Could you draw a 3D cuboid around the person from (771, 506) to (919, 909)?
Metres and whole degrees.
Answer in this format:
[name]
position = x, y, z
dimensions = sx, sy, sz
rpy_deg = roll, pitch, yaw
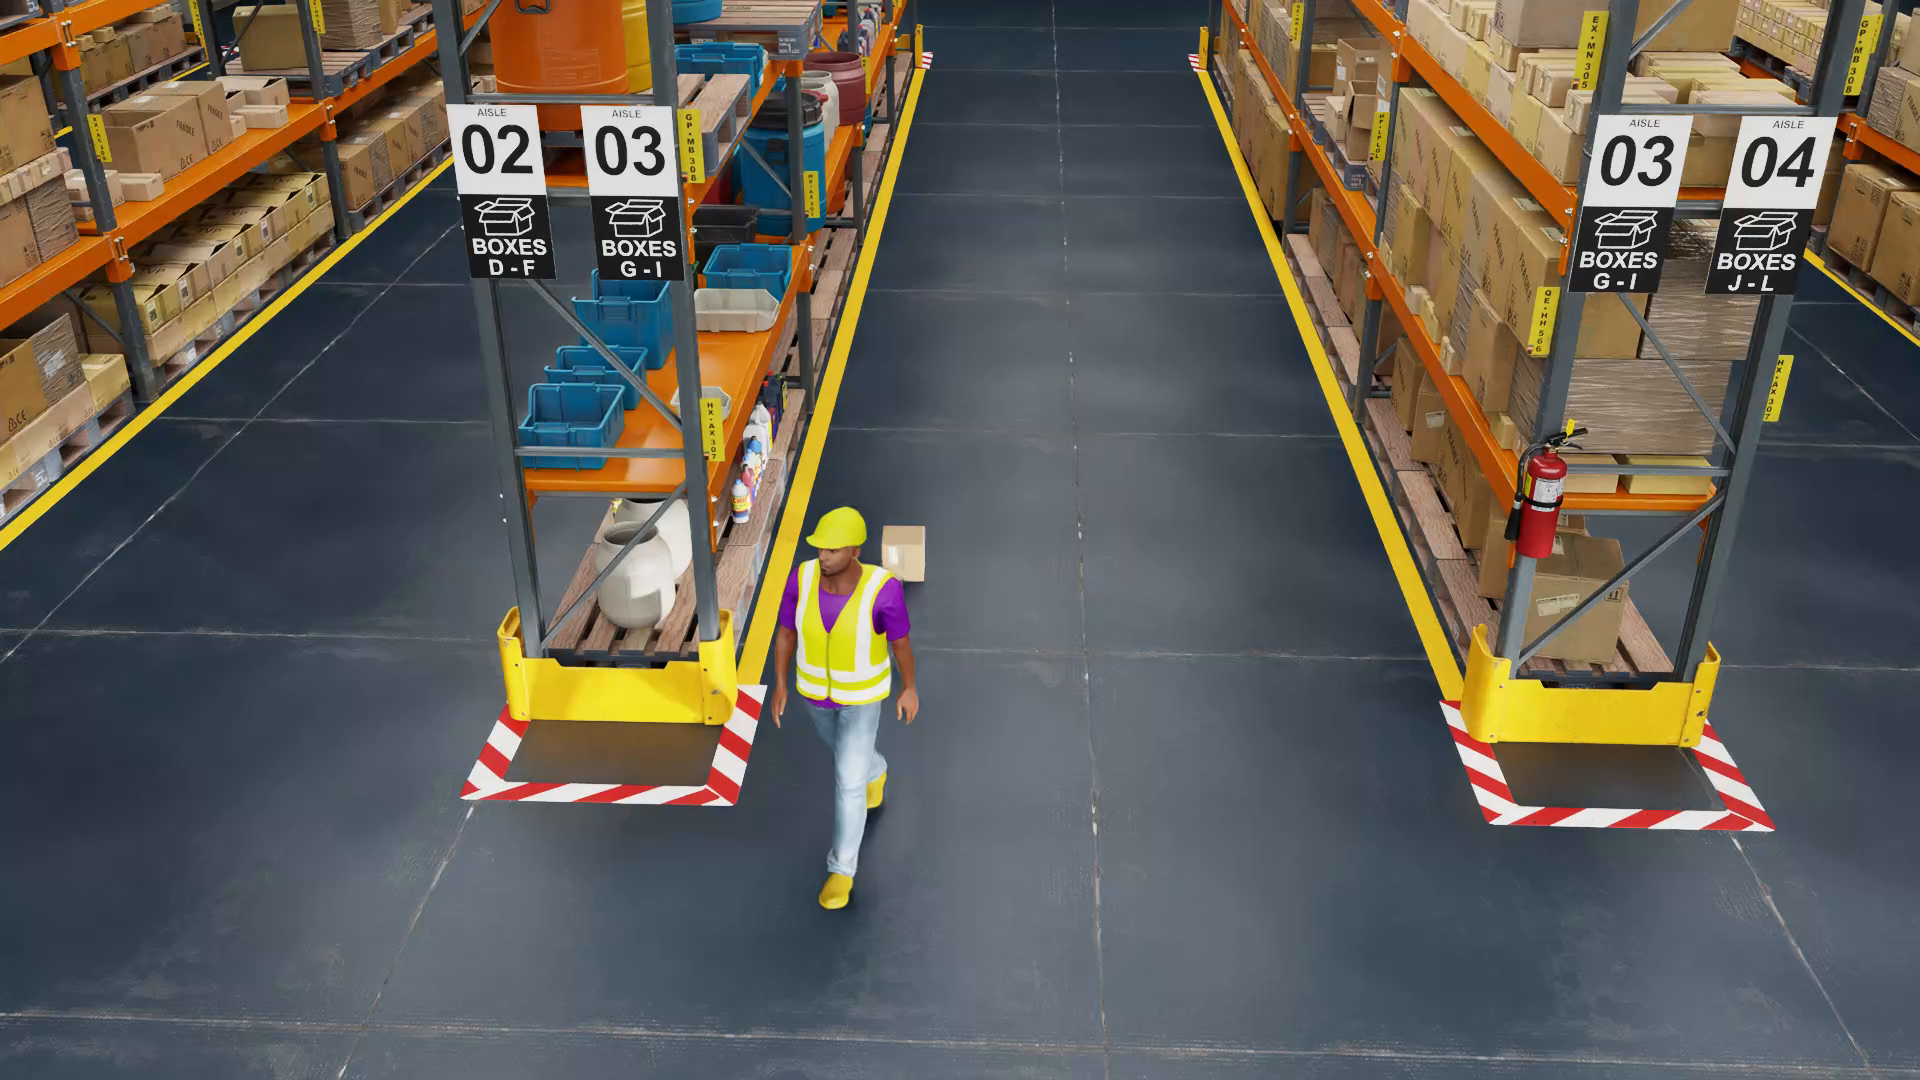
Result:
[person]
position = -0.536, 0.668, 7.336
dimensions = 0.612, 1.725, 1.015
rpy_deg = 10, 29, 18
